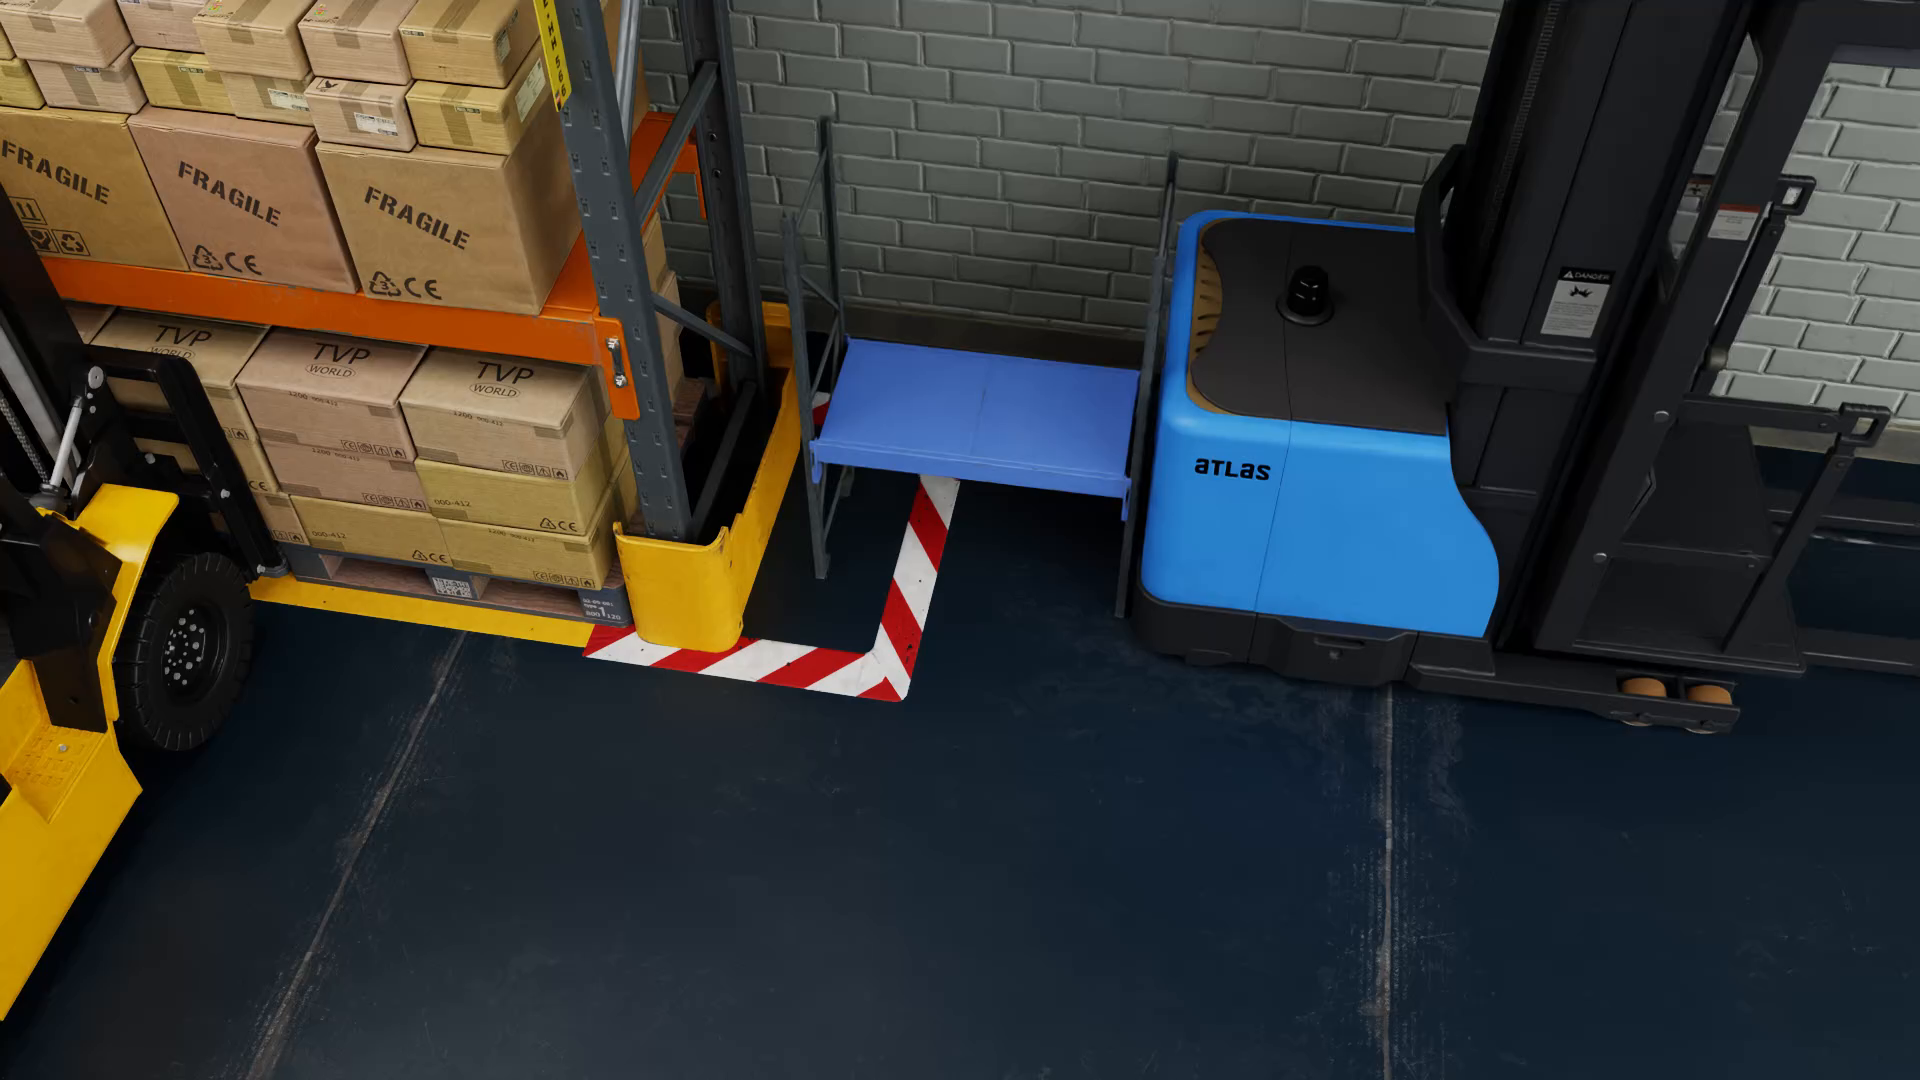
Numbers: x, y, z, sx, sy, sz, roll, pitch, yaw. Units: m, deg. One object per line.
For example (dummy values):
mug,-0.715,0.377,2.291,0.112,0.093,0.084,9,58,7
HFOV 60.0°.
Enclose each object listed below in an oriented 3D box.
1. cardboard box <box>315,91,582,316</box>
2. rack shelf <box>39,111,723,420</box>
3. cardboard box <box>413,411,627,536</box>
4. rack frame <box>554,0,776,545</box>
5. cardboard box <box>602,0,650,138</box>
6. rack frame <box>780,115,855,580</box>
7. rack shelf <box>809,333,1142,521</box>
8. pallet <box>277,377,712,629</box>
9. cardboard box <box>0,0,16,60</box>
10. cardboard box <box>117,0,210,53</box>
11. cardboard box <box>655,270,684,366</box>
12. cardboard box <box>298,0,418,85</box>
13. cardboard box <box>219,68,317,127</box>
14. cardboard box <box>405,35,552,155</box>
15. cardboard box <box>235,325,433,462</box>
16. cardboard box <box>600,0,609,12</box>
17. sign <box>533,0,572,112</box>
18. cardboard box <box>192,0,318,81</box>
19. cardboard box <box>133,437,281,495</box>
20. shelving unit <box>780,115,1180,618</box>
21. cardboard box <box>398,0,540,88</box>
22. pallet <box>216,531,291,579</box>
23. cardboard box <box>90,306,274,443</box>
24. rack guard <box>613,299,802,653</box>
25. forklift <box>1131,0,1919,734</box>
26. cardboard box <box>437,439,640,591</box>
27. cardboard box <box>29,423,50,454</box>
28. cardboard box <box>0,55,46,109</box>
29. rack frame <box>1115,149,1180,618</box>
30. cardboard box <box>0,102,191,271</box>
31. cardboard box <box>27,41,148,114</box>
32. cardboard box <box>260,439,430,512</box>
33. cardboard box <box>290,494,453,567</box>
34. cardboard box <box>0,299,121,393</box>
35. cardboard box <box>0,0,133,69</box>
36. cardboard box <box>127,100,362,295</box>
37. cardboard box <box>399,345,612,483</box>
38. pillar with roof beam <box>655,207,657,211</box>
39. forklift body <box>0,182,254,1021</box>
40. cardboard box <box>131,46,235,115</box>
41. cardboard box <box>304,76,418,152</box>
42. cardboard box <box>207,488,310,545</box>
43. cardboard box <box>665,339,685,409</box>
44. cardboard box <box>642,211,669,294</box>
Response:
cardboard box,-1.360,-0.987,4.553,0.500,0.500,0.500,7,48,6
rack shelf,-2.797,-1.105,5.210,4.000,0.370,1.077,8,49,7
cardboard box,-1.363,-0.305,5.238,0.500,0.250,0.500,7,48,6
rack frame,-0.829,-1.081,4.705,0.127,3.000,1.000,8,49,7
cardboard box,-1.267,-1.383,4.909,0.500,0.500,0.500,9,49,8
rack frame,-0.433,-0.552,5.238,0.032,1.500,0.500,7,48,6
rack shelf,0.068,-0.369,5.315,1.000,0.185,0.538,7,48,6
pallet,-1.589,-0.220,5.805,1.213,0.211,1.003,8,49,7
cardboard box,-2.493,-1.419,4.305,0.250,0.149,0.380,9,49,8
cardboard box,-1.961,-1.436,4.320,0.250,0.149,0.380,8,49,7
cardboard box,-1.255,-0.684,5.578,0.500,0.250,0.500,8,49,8
cardboard box,-1.467,-1.334,4.228,0.250,0.149,0.380,8,49,7
cardboard box,-1.721,-1.263,4.365,0.250,0.149,0.380,8,49,8
cardboard box,-1.220,-1.172,4.283,0.250,0.149,0.380,8,49,7
cardboard box,-1.841,-0.532,5.106,0.500,0.250,0.500,8,49,8
cardboard box,-1.116,-1.566,4.637,0.250,0.149,0.380,7,48,6
sign,-0.939,-1.152,3.831,0.005,0.325,0.100,8,49,7
cardboard box,-1.729,-1.348,4.242,0.250,0.149,0.380,9,49,8
cardboard box,-2.367,-0.432,5.352,0.500,0.250,0.500,7,48,6
shelving unit,0.068,-0.489,5.181,1.048,1.500,0.538,7,48,6
cardboard box,-1.219,-1.324,4.220,0.250,0.149,0.380,8,49,7
pallet,-2.786,-0.383,5.952,1.213,0.211,1.003,8,49,7
cardboard box,-2.339,-0.592,5.159,0.500,0.250,0.500,8,49,7
rack guard,-0.805,-0.242,5.632,0.348,0.500,1.175,8,49,7
forklift,2.116,-0.800,4.498,3.031,2.935,1.130,6,48,6
cardboard box,-1.347,-0.133,5.419,0.500,0.250,0.500,8,49,7
cardboard box,-2.858,-0.501,5.414,0.500,0.250,0.500,8,48,7
cardboard box,-2.486,-1.324,4.420,0.250,0.149,0.380,8,49,7
rack frame,0.570,-0.427,5.125,0.032,1.500,0.500,7,48,6
cardboard box,-2.373,-1.130,4.682,0.500,0.500,0.500,7,48,6
cardboard box,-2.234,-1.305,4.403,0.250,0.149,0.380,6,48,6
cardboard box,-1.855,-0.379,5.304,0.500,0.250,0.500,7,48,6
cardboard box,-1.835,-0.206,5.485,0.500,0.250,0.500,8,49,7
cardboard box,-2.837,-0.664,5.224,0.500,0.250,0.500,7,48,6
cardboard box,-2.237,-1.389,4.278,0.250,0.149,0.380,9,49,8
cardboard box,-1.869,-1.063,4.621,0.500,0.500,0.500,9,49,8
cardboard box,-1.337,-0.469,5.049,0.500,0.250,0.500,9,49,8
pillar with roof beam,-2.119,-0.687,0.317,0.400,9.000,9.100,8,49,7
forklift body,-3.019,0.287,4.046,1.214,2.155,2.313,8,49,7
cardboard box,-1.963,-1.304,4.402,0.250,0.149,0.380,7,48,7
cardboard box,-1.477,-1.184,4.294,0.250,0.149,0.380,8,49,7
cardboard box,-2.326,-0.279,5.550,0.500,0.250,0.500,8,49,7
cardboard box,-1.277,-0.510,5.758,0.500,0.250,0.500,8,49,7
cardboard box,-1.268,-0.839,5.381,0.500,0.250,0.500,7,48,6
